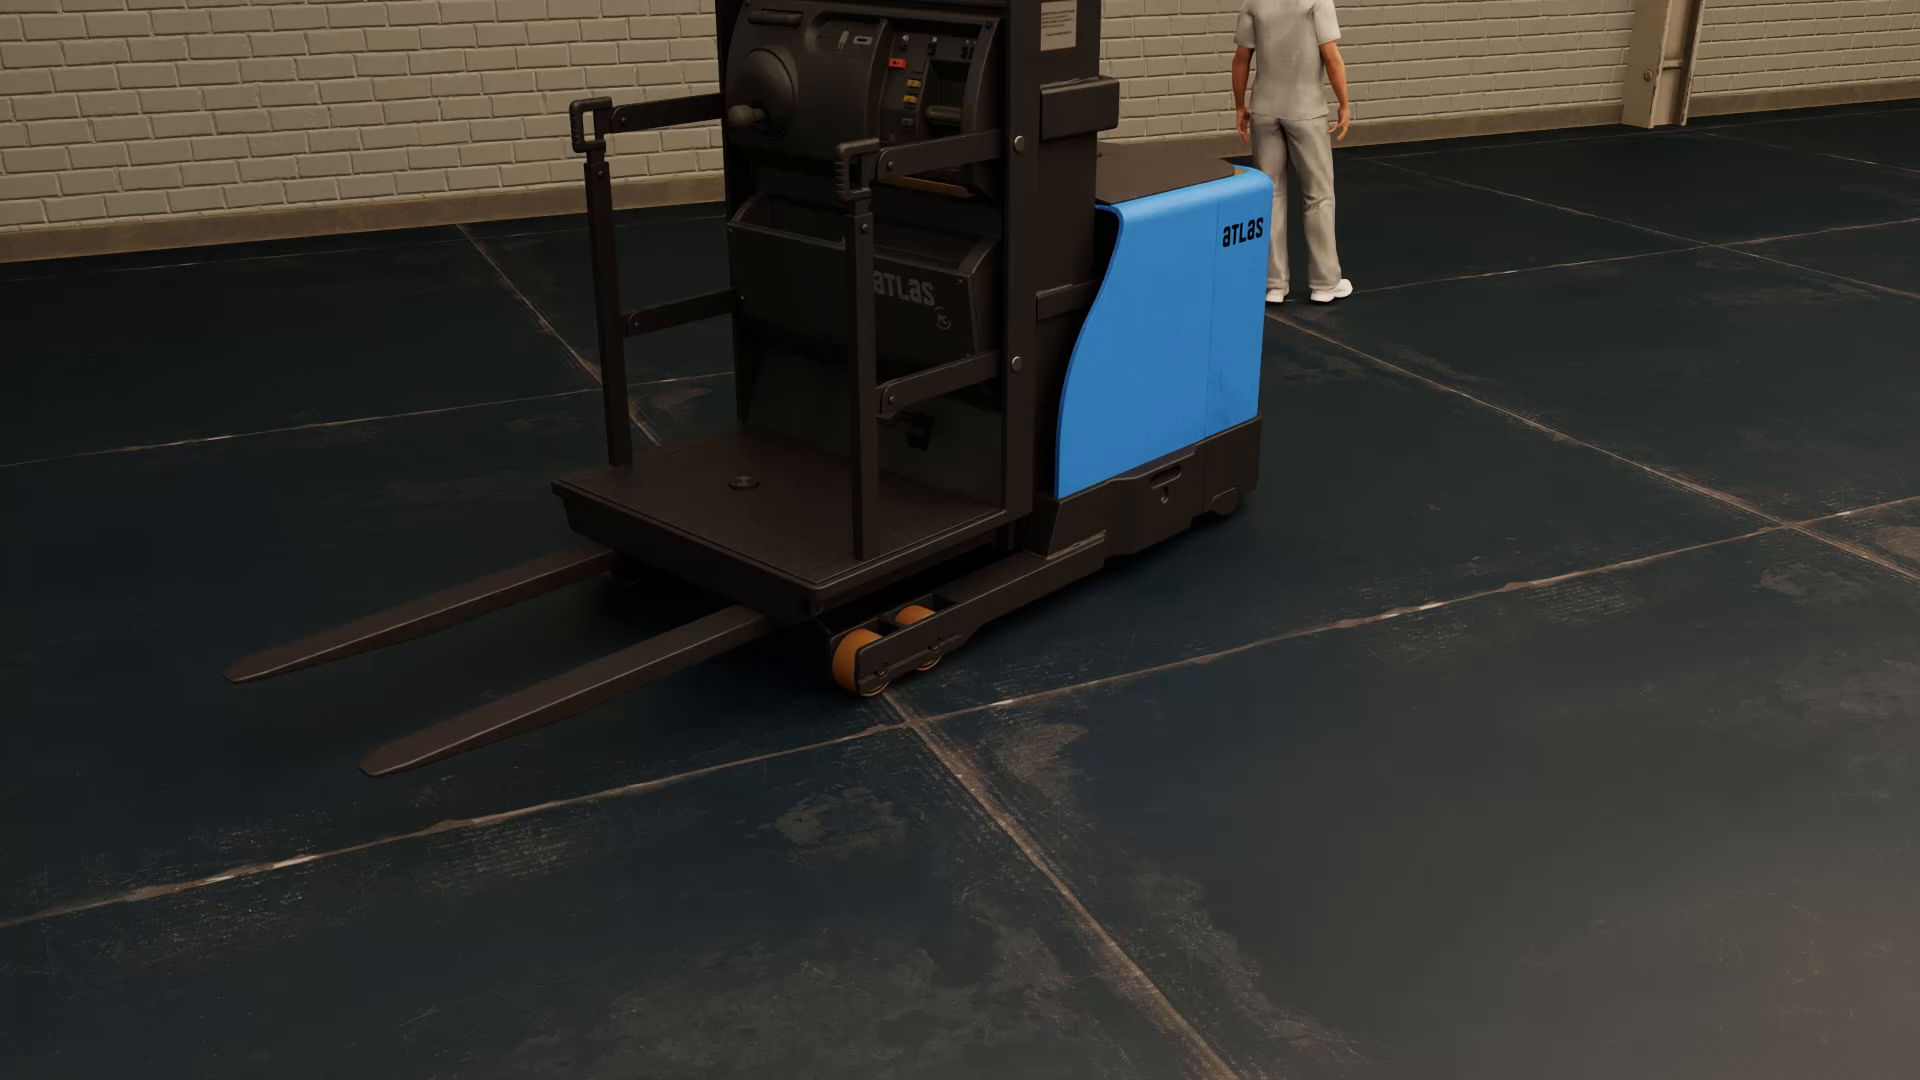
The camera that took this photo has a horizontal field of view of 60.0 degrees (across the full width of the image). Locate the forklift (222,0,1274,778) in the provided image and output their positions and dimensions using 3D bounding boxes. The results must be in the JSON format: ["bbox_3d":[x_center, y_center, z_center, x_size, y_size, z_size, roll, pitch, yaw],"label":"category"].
[{"bbox_3d":[-0.413,-1.182,4.131,1.130,2.935,3.031,19,29,39],"label":"forklift"}]

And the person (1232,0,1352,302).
[{"bbox_3d":[1.512,-1.912,7.508,0.550,1.672,0.548,12,25,26],"label":"person"}]
